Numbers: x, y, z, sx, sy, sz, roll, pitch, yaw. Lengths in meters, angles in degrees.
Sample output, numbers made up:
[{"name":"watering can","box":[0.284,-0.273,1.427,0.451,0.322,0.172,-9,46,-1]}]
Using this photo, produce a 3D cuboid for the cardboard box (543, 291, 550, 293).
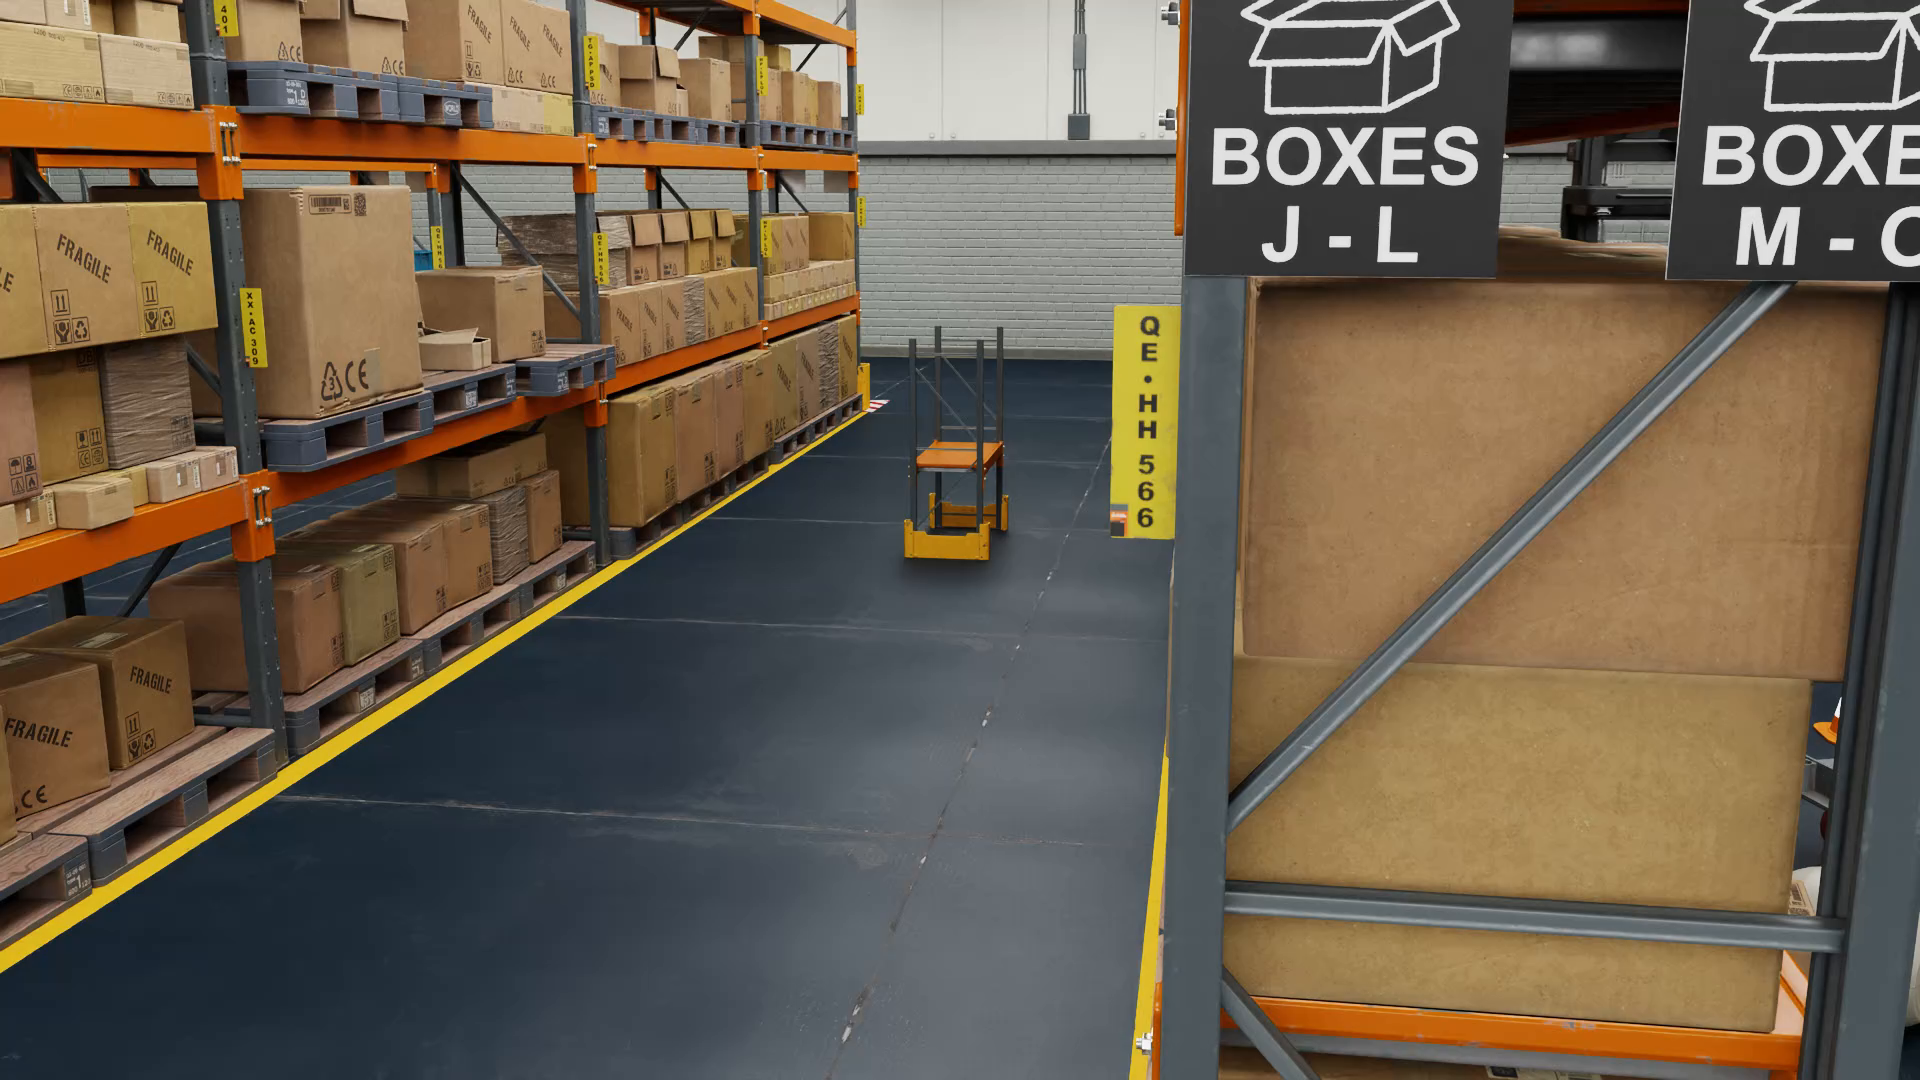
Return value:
[{"name":"cardboard box","box":[-3.028,-1.466,11.439,0.500,0.500,0.500,2,12,10]}]

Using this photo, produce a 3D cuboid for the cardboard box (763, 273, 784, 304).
[{"name":"cardboard box","box":[-1.913,-2.301,15.198,0.500,0.250,0.500,2,12,8]}]

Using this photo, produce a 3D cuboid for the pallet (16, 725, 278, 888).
[{"name":"pallet","box":[-3.543,1.030,6.711,1.003,0.211,1.213,2,12,9]}]

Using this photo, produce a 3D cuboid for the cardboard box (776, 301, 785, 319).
[{"name":"cardboard box","box":[-1.830,-2.122,15.315,0.380,0.149,0.250,1,12,7]}]

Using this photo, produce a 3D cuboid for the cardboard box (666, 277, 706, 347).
[{"name":"cardboard box","box":[-2.285,-1.766,12.830,0.500,0.500,0.500,2,12,9]}]

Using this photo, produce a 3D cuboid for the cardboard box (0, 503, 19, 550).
[{"name":"cardboard box","box":[-3.459,-0.038,5.646,0.380,0.149,0.250,2,12,9]}]

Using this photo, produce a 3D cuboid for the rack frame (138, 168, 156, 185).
[{"name":"rack frame","box":[-7.138,-2.300,15.544,1.000,3.000,0.127,2,12,9]}]

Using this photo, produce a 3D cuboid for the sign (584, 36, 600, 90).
[{"name":"sign","box":[-2.324,-3.007,10.481,0.100,0.325,0.005,2,12,9]}]

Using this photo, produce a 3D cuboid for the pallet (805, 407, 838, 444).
[{"name":"pallet","box":[-1.865,-1.186,16.997,1.003,0.211,1.213,2,12,9]}]

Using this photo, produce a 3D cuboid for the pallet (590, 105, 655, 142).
[{"name":"pallet","box":[-2.813,-2.816,11.269,1.213,0.211,1.003,2,12,11]}]

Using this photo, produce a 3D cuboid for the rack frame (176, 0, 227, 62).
[{"name":"rack frame","box":[-3.475,-3.406,6.440,1.000,3.000,0.127,2,12,9]}]

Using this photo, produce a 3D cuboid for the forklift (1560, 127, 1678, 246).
[{"name":"forklift","box":[4.472,-1.250,10.837,1.130,2.935,3.031,2,12,10]}]

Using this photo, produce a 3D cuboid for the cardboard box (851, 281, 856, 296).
[{"name":"cardboard box","box":[-1.359,-2.764,18.296,0.380,0.149,0.250,2,12,10]}]

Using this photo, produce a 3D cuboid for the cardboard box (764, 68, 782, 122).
[{"name":"cardboard box","box":[-2.096,-4.185,15.702,0.700,0.500,0.500,3,12,12]}]

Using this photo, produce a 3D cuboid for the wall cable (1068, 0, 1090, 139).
[{"name":"wall cable","box":[2.646,-8.542,22.636,2.277,5.999,0.120,2,12,9]}]

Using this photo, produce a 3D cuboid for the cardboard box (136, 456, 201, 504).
[{"name":"cardboard box","box":[-3.265,-0.245,6.606,0.380,0.149,0.250,2,12,9]}]

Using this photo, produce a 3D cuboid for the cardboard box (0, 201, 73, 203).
[{"name":"cardboard box","box":[-3.795,-1.071,6.528,0.500,0.500,0.500,2,12,9]}]

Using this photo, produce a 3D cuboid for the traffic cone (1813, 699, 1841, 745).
[{"name":"traffic cone","box":[4.181,0.691,7.688,0.336,0.463,0.334,2,12,9]}]

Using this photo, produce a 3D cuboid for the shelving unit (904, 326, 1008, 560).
[{"name":"shelving unit","box":[-0.012,-0.717,11.762,0.587,1.500,1.083,2,12,9]}]

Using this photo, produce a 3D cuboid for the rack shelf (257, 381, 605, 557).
[{"name":"rack shelf","box":[-3.167,-0.538,9.079,1.077,0.370,4.000,2,12,9]}]

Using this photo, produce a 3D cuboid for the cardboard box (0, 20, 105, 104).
[{"name":"cardboard box","box":[-3.377,-1.655,5.789,0.500,0.250,0.500,2,12,10]}]

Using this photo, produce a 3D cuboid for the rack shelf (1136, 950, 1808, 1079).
[{"name":"rack shelf","box":[1.103,0.476,4.372,1.077,0.370,4.000,2,12,9]}]

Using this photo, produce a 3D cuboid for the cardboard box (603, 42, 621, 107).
[{"name":"cardboard box","box":[-2.791,-3.339,12.012,0.500,0.500,0.500,3,12,12]}]

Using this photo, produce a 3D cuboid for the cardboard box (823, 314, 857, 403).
[{"name":"cardboard box","box":[-1.649,-2.003,18.212,0.875,0.875,0.875,2,12,9]}]

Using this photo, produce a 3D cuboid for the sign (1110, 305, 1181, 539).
[{"name":"sign","box":[0.262,-0.162,2.313,0.100,0.325,0.005,2,12,9]}]

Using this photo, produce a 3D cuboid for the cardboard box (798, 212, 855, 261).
[{"name":"cardboard box","box":[-1.444,-3.301,18.058,0.500,0.500,0.500,2,12,9]}]

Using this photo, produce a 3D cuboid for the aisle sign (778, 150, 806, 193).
[{"name":"aisle sign","box":[-1.914,-4.267,18.504,0.394,0.787,0.004,2,12,9]}]

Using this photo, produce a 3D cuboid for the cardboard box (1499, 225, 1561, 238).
[{"name":"cardboard box","box":[1.350,-0.699,5.199,0.875,0.550,0.550,2,12,9]}]

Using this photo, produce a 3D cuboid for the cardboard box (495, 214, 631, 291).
[{"name":"cardboard box","box":[-2.731,-1.997,11.523,0.797,0.503,0.637,2,12,11]}]

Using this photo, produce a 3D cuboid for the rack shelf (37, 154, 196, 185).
[{"name":"rack shelf","box":[-7.446,-2.998,13.372,1.077,0.370,4.000,2,12,9]}]

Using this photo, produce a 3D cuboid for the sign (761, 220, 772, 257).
[{"name":"sign","box":[-1.707,-2.651,14.613,0.100,0.325,0.005,2,12,9]}]

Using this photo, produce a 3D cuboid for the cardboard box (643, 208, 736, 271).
[{"name":"cardboard box","box":[-2.334,-2.545,14.065,0.797,0.503,0.637,2,12,7]}]

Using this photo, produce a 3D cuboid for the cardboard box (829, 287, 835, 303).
[{"name":"cardboard box","box":[-1.514,-2.552,17.309,0.380,0.149,0.250,2,12,7]}]

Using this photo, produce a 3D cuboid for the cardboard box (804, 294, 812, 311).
[{"name":"cardboard box","box":[-1.671,-2.337,16.313,0.380,0.149,0.250,2,12,9]}]

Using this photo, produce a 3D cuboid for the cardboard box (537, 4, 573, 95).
[{"name":"cardboard box","box":[-2.686,-2.959,10.058,0.500,0.500,0.500,2,12,10]}]

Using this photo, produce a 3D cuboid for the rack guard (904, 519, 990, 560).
[{"name":"rack guard","box":[-0.088,-0.003,11.412,0.587,0.250,0.087,2,12,9]}]

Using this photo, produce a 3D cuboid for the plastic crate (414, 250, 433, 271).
[{"name":"plastic crate","box":[-6.390,-3.103,19.046,0.616,0.435,0.499,2,12,9]}]

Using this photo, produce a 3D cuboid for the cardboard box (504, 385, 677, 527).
[{"name":"cardboard box","box":[-2.733,-0.616,11.778,1.225,0.875,0.875,1,12,6]}]

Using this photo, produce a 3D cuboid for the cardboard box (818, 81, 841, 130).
[{"name":"cardboard box","box":[-1.656,-4.631,17.771,0.700,0.500,0.500,1,12,5]}]

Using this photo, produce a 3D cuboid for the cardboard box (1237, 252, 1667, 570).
[{"name":"cardboard box","box":[0.884,-0.254,3.133,0.875,0.550,0.550,2,12,9]}]

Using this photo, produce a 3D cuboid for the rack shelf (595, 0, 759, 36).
[{"name":"rack shelf","box":[-2.552,-4.108,12.353,1.077,0.370,4.000,2,12,9]}]

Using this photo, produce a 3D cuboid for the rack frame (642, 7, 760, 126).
[{"name":"rack frame","box":[-2.244,-5.072,14.167,1.000,3.000,0.127,2,12,9]}]

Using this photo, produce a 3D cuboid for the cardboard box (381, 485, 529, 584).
[{"name":"cardboard box","box":[-3.015,-0.044,9.965,0.700,0.500,0.500,1,12,4]}]

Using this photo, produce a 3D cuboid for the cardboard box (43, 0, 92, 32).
[{"name":"cardboard box","box":[-3.324,-1.877,5.873,0.380,0.149,0.250,1,12,6]}]

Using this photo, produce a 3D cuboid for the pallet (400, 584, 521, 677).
[{"name":"pallet","box":[-3.171,0.473,9.300,1.003,0.211,1.213,2,12,9]}]

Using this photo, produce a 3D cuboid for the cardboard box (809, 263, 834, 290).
[{"name":"cardboard box","box":[-1.598,-2.723,17.158,0.500,0.250,0.500,1,12,7]}]

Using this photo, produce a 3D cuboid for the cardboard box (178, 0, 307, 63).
[{"name":"cardboard box","box":[-3.305,-2.291,7.140,0.797,0.503,0.637,1,12,6]}]

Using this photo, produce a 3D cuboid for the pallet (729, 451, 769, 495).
[{"name":"pallet","box":[-2.289,-0.613,14.336,1.003,0.211,1.213,2,12,9]}]

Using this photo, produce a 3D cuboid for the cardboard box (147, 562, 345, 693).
[{"name":"cardboard box","box":[-3.359,0.406,7.879,0.700,0.500,0.500,1,12,4]}]

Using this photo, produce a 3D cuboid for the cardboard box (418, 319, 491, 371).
[{"name":"cardboard box","box":[-2.849,-1.090,9.254,0.396,0.266,0.258,2,12,7]}]

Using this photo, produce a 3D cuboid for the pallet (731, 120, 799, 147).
[{"name":"pallet","box":[-2.108,-3.732,15.281,1.003,0.211,1.213,2,12,9]}]

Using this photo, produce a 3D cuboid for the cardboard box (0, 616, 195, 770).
[{"name":"cardboard box","box":[-3.576,0.625,6.910,0.500,0.500,0.500,1,12,7]}]
